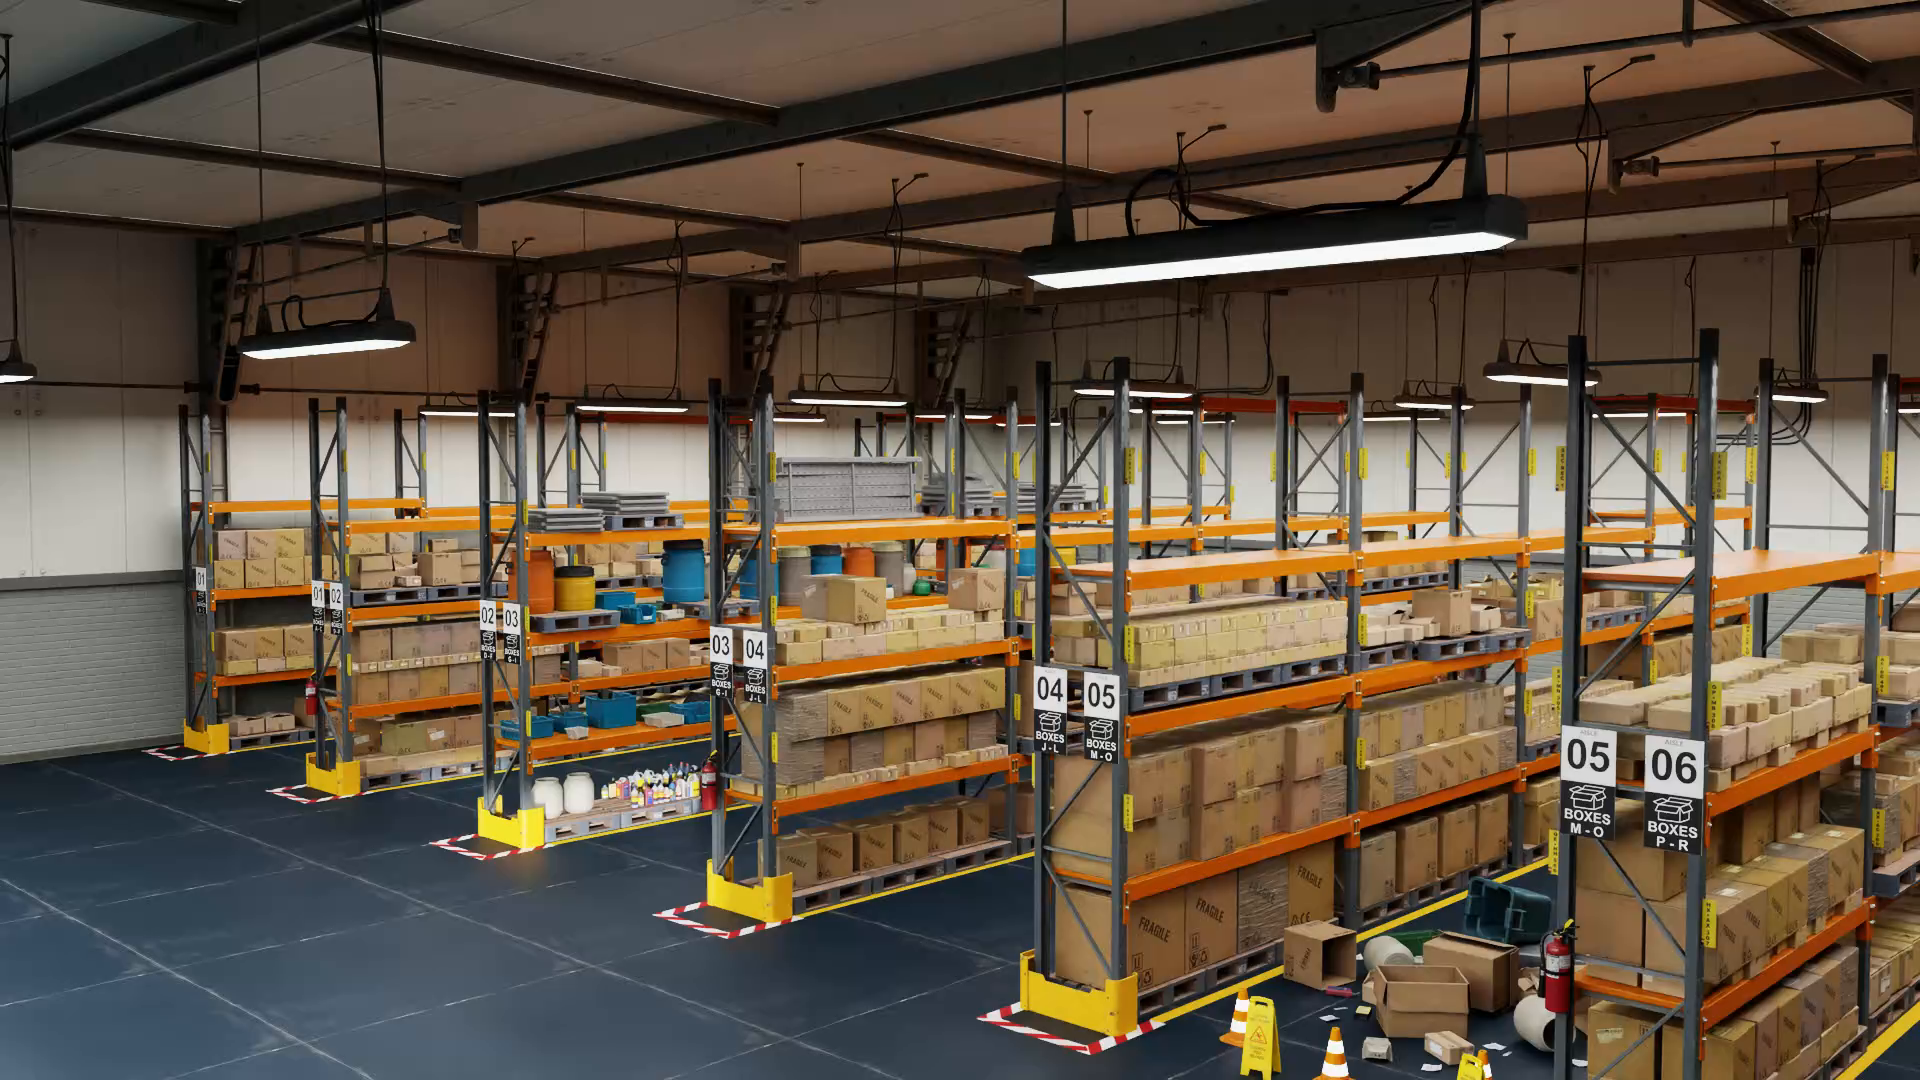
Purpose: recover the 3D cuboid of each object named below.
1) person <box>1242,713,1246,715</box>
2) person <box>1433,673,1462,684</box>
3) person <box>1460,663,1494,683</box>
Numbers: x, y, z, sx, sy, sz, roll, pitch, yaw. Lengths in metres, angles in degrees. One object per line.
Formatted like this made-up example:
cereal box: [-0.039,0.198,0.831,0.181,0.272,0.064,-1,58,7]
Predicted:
person: [4.117,3.175,23.262,0.811,1.572,0.553,-3,4,-40]
person: [8.219,2.863,27.841,0.655,1.716,0.839,3,4,40]
person: [9.701,2.646,31.354,0.650,1.837,1.134,-1,3,-10]
